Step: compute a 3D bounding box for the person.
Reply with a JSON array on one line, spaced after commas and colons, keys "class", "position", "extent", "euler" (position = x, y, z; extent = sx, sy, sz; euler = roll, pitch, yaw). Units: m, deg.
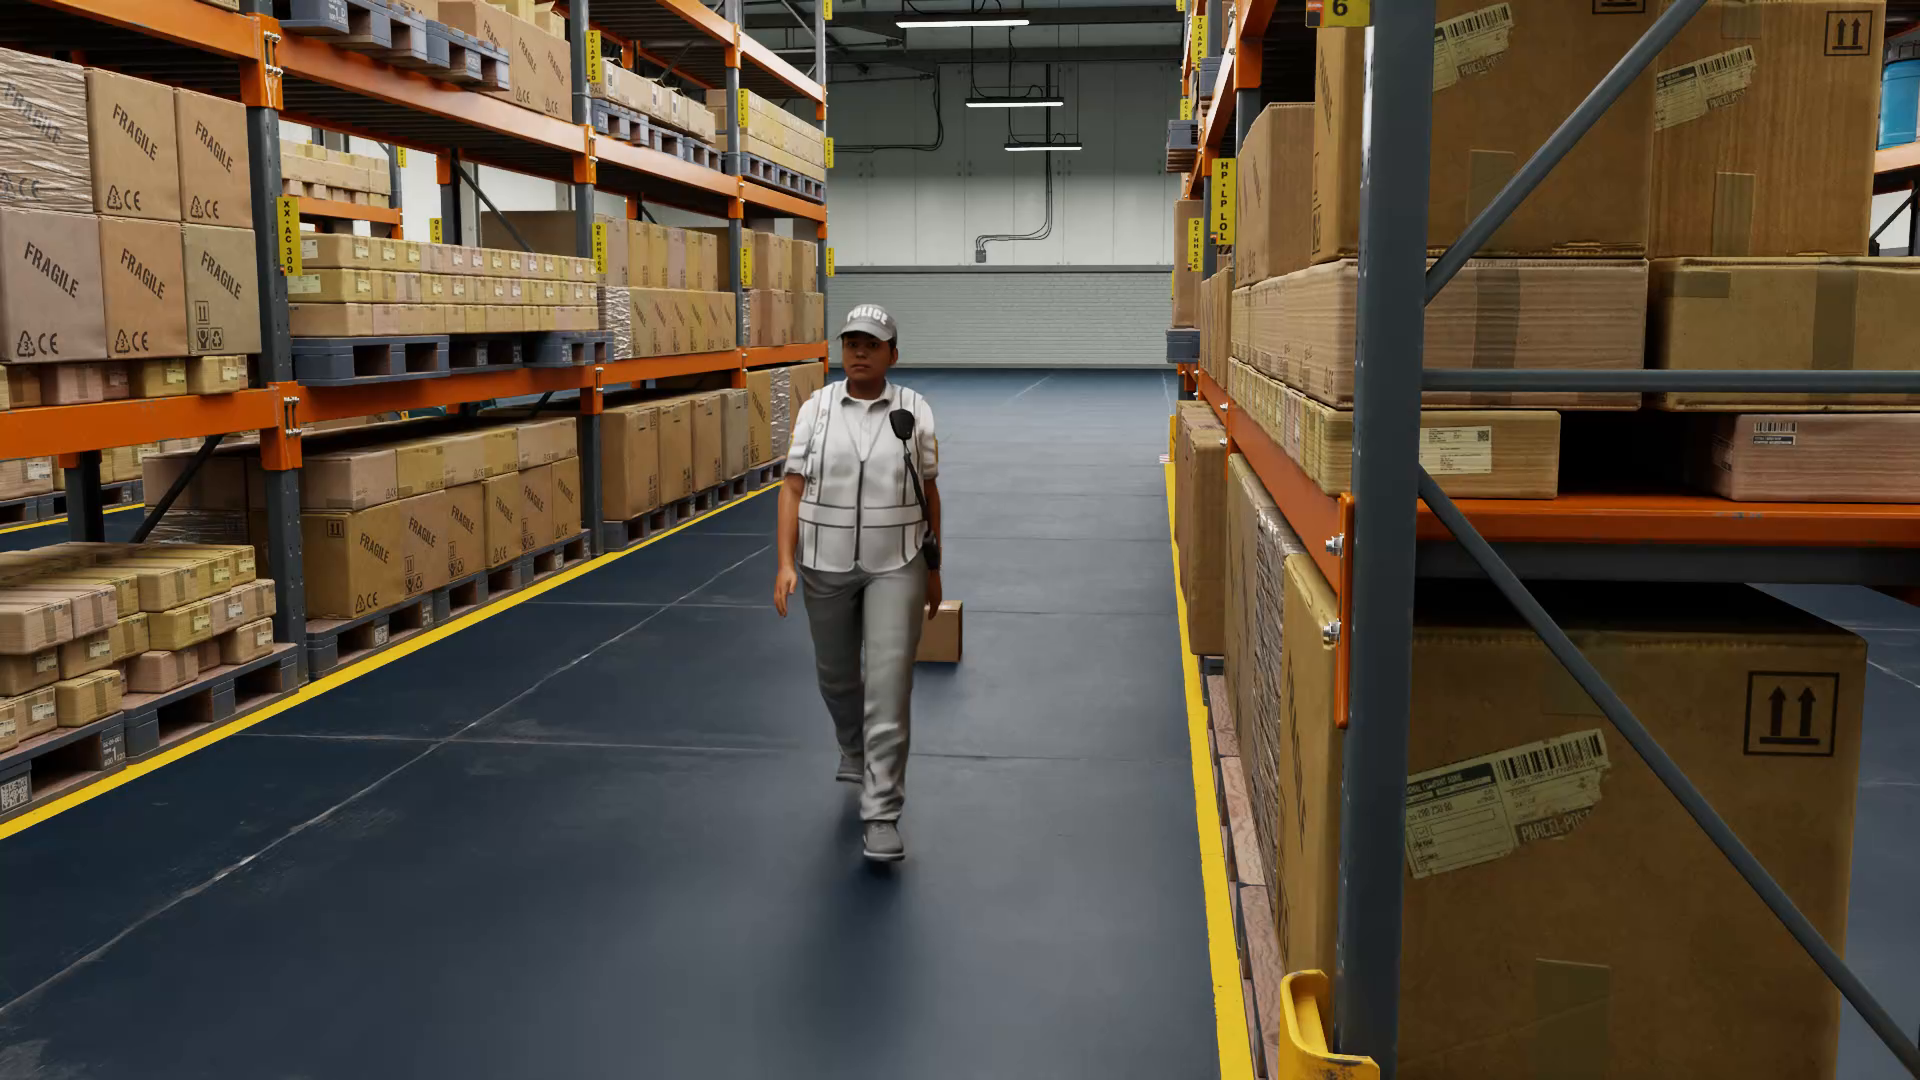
[{"class": "person", "position": [-0.312, 0.084, 5.155], "extent": [0.497, 1.613, 0.989], "euler": [1, 8, 4]}]
